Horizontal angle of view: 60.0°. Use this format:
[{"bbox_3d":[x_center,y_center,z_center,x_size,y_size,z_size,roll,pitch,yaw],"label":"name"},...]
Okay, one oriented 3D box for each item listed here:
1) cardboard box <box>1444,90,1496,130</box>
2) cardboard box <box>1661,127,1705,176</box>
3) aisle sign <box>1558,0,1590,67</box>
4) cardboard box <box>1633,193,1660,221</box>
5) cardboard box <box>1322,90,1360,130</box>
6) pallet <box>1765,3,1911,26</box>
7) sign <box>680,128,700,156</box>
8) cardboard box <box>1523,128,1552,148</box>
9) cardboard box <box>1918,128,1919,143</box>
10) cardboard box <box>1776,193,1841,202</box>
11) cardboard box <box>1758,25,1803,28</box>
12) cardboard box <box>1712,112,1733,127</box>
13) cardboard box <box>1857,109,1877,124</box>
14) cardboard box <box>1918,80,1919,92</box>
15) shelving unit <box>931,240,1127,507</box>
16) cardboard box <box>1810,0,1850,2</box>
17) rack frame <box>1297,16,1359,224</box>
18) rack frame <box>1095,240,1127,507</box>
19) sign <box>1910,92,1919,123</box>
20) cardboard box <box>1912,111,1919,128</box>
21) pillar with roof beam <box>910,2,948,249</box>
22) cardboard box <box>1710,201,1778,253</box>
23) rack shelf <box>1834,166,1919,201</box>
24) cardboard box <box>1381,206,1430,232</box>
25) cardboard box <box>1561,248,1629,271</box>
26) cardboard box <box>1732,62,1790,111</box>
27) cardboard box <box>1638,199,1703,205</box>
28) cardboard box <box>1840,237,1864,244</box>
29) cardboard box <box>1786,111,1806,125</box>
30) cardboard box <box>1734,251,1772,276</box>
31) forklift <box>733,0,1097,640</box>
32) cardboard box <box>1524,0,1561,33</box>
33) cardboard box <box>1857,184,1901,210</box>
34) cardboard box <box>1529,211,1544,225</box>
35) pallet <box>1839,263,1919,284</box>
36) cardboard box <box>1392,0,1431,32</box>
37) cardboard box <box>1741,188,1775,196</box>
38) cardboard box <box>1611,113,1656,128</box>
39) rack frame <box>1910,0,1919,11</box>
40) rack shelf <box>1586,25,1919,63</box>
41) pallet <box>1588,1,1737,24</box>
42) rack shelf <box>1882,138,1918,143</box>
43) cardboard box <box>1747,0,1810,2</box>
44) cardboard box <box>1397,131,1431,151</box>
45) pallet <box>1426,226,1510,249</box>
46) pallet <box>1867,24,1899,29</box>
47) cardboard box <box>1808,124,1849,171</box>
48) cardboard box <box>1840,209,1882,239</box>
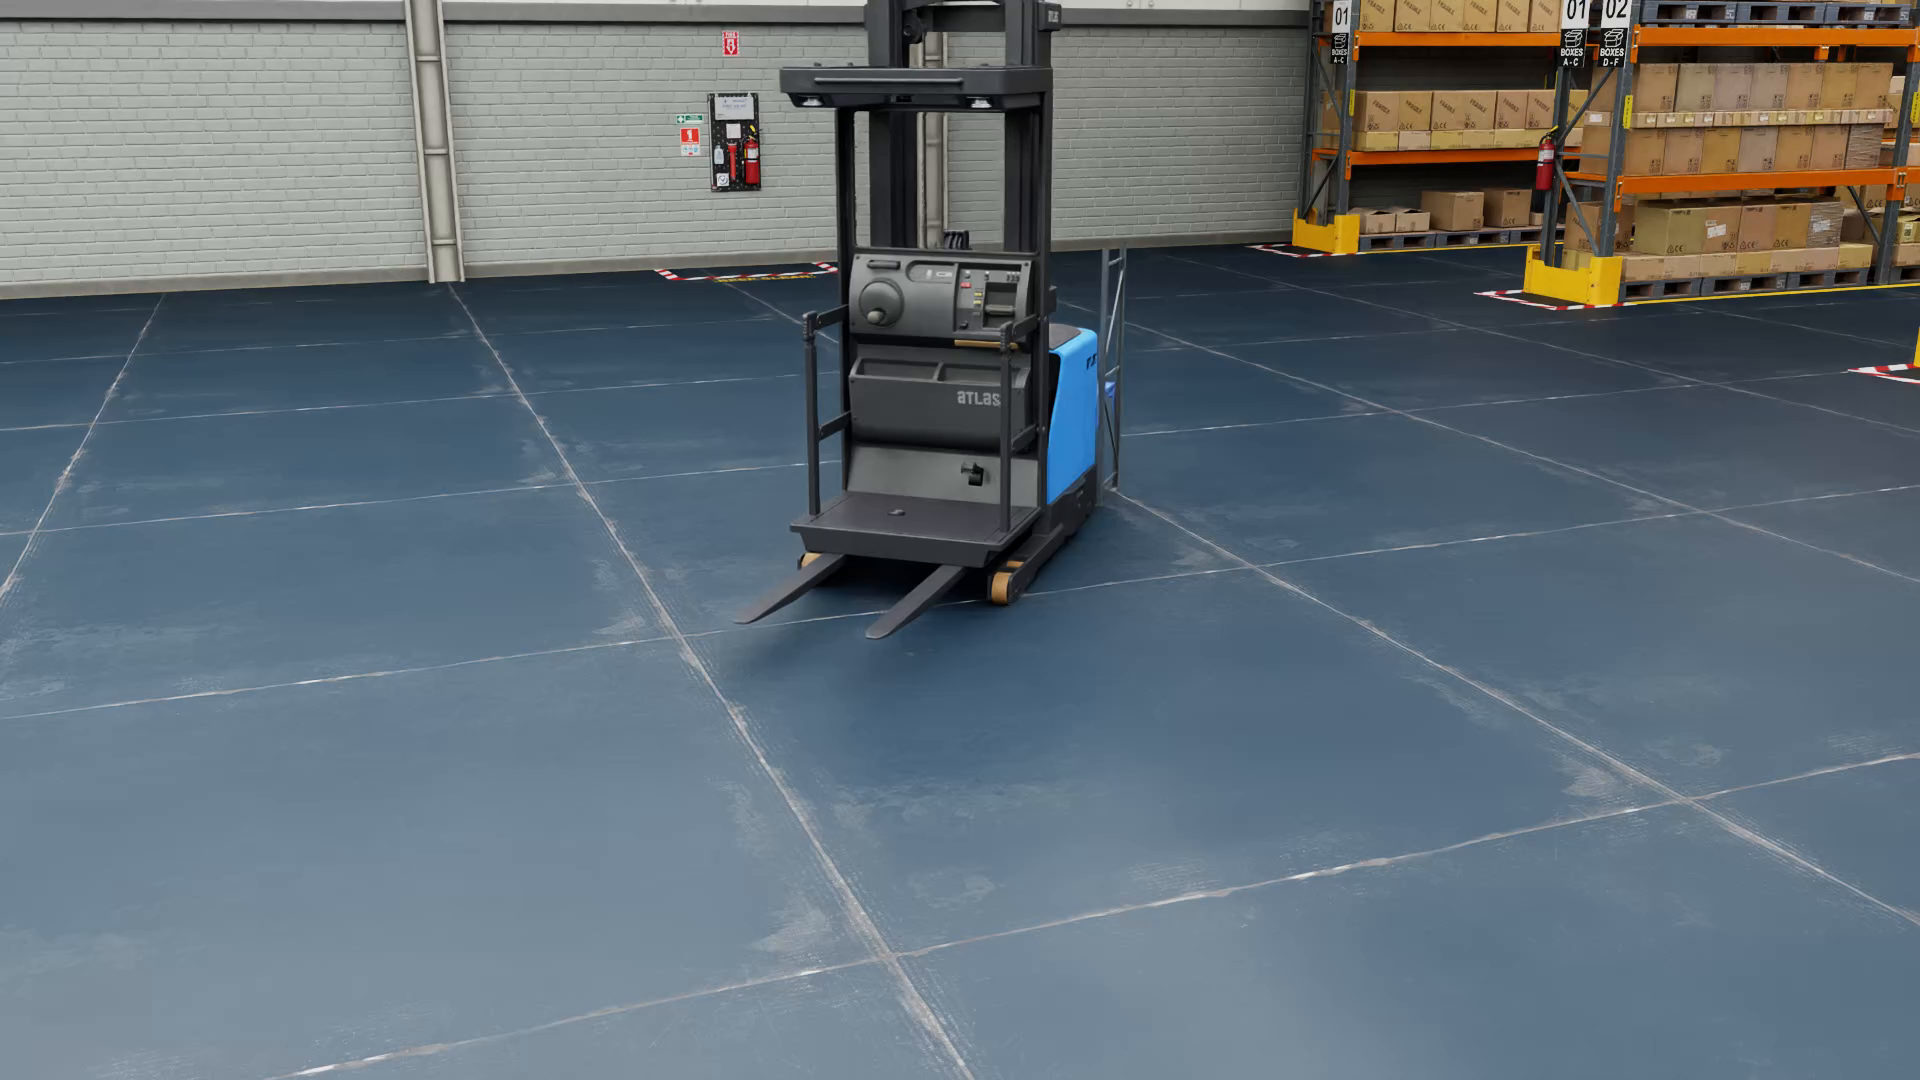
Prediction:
[{"bbox_3d":[6.848,-5.799,22.422,0.500,0.500,0.500,-6,17,-18],"label":"cardboard box"},{"bbox_3d":[7.572,-4.223,17.977,0.500,0.500,0.700,-6,17,-19],"label":"cardboard box"},{"bbox_3d":[6.477,-5.395,17.531,0.004,0.787,0.394,-6,17,-20],"label":"aisle sign"},{"bbox_3d":[9.748,-4.939,24.248,0.500,0.500,0.700,-7,18,-21],"label":"cardboard box"},{"bbox_3d":[5.231,-5.781,22.359,0.500,0.500,0.500,-6,18,-21],"label":"cardboard box"},{"bbox_3d":[9.591,-5.784,18.304,1.213,0.211,1.003,-6,17,-20],"label":"pallet"},{"bbox_3d":[-3.266,-4.822,20.133,0.234,0.329,0.001,-6,17,-20],"label":"sign"},{"bbox_3d":[7.800,-5.545,22.888,0.500,0.250,0.500,-6,17,-20],"label":"cardboard box"},{"bbox_3d":[11.593,-4.654,19.446,0.500,0.500,0.500,-5,17,-16],"label":"cardboard box"},{"bbox_3d":[9.833,-3.758,19.374,0.500,0.500,0.500,-6,17,-20],"label":"cardboard box"},{"bbox_3d":[11.762,-7.449,23.939,0.500,0.311,0.500,-6,17,-20],"label":"cardboard box"},{"bbox_3d":[8.050,-4.523,17.849,0.250,0.149,0.380,-7,18,-22],"label":"cardboard box"},{"bbox_3d":[9.969,-4.731,18.557,0.250,0.149,0.380,-7,18,-21],"label":"cardboard box"},{"bbox_3d":[14.295,-6.883,25.142,0.500,0.250,0.500,-7,18,-21],"label":"cardboard box"},{"bbox_3d":[0.402,-1.021,9.898,1.048,1.500,0.538,5,16,17],"label":"shelving unit"},{"bbox_3d":[9.350,-5.874,17.905,0.250,0.149,0.380,-6,17,-20],"label":"cardboard box"},{"bbox_3d":[4.867,-5.380,22.094,0.127,3.000,1.000,-6,17,-20],"label":"rack frame"},{"bbox_3d":[0.886,-0.977,9.749,0.032,1.500,0.500,5,16,17],"label":"rack frame"},{"bbox_3d":[10.578,-4.788,18.401,0.005,0.325,0.100,-6,17,-20],"label":"sign"},{"bbox_3d":[14.322,-6.523,25.246,0.500,0.500,0.500,-6,17,-19],"label":"cardboard box"},{"bbox_3d":[1.149,-6.819,16.347,0.400,9.000,9.100,-6,17,-20],"label":"pillar with roof beam"},{"bbox_3d":[8.625,-3.465,18.377,0.500,0.500,0.500,-6,17,-20],"label":"cardboard box"},{"bbox_3d":[12.246,-4.337,19.819,4.000,0.370,1.077,-6,17,-20],"label":"rack shelf"},{"bbox_3d":[6.078,-4.404,22.764,0.500,0.311,0.500,-5,17,-15],"label":"cardboard box"},{"bbox_3d":[7.038,-3.091,18.434,0.500,0.250,0.500,-6,17,-20],"label":"cardboard box"},{"bbox_3d":[8.560,-4.952,18.159,0.500,0.500,0.700,-6,17,-20],"label":"cardboard box"},{"bbox_3d":[7.966,-3.556,18.687,0.500,0.500,0.500,-6,17,-20],"label":"cardboard box"},{"bbox_3d":[10.662,-3.480,19.761,0.500,0.250,0.500,-6,18,-21],"label":"cardboard box"},{"bbox_3d":[9.015,-4.628,18.205,0.250,0.149,0.380,-6,17,-18],"label":"cardboard box"},{"bbox_3d":[8.625,-3.105,18.484,0.500,0.250,0.500,-6,17,-20],"label":"cardboard box"},{"bbox_3d":[-0.169,-1.217,8.040,1.130,2.935,3.031,5,17,18],"label":"forklift"},{"bbox_3d":[7.742,-7.116,22.471,0.500,0.500,0.500,-8,18,-25],"label":"cardboard box"},{"bbox_3d":[13.891,-5.483,25.514,0.750,0.750,0.750,-6,17,-20],"label":"cardboard box"},{"bbox_3d":[8.113,-4.573,23.594,0.250,0.166,0.380,-9,18,-27],"label":"cardboard box"},{"bbox_3d":[11.052,-3.227,19.711,1.213,0.211,1.003,-6,17,-20],"label":"pallet"},{"bbox_3d":[5.783,-6.889,21.698,0.500,0.500,0.500,-5,17,-16],"label":"cardboard box"},{"bbox_3d":[11.684,-5.112,24.837,0.500,0.500,0.700,-6,17,-19],"label":"cardboard box"},{"bbox_3d":[7.087,-4.419,17.493,0.250,0.149,0.380,-6,18,-20],"label":"cardboard box"},{"bbox_3d":[10.378,-7.358,18.185,0.127,3.000,1.000,-6,17,-20],"label":"rack frame"},{"bbox_3d":[8.511,-5.372,18.023,4.000,0.370,1.077,-6,17,-20],"label":"rack shelf"},{"bbox_3d":[7.313,-5.538,17.467,1.213,0.211,1.003,-6,17,-20],"label":"pallet"},{"bbox_3d":[14.205,-6.043,25.629,4.000,0.370,1.077,-6,17,-20],"label":"rack shelf"},{"bbox_3d":[8.795,-6.105,18.062,0.637,0.503,0.797,-4,17,-14],"label":"cardboard box"},{"bbox_3d":[5.916,-5.339,22.187,0.500,0.250,0.500,-7,18,-22],"label":"cardboard box"},{"bbox_3d":[6.847,-4.244,23.176,1.213,0.211,1.003,-6,17,-20],"label":"pallet"},{"bbox_3d":[13.963,-7.727,25.100,1.213,0.211,1.003,-5,17,-18],"label":"pallet"},{"bbox_3d":[9.476,-4.427,18.672,0.500,0.500,0.700,-6,18,-21],"label":"cardboard box"},{"bbox_3d":[10.654,-3.748,19.676,0.500,0.311,0.500,-6,17,-20],"label":"cardboard box"}]
